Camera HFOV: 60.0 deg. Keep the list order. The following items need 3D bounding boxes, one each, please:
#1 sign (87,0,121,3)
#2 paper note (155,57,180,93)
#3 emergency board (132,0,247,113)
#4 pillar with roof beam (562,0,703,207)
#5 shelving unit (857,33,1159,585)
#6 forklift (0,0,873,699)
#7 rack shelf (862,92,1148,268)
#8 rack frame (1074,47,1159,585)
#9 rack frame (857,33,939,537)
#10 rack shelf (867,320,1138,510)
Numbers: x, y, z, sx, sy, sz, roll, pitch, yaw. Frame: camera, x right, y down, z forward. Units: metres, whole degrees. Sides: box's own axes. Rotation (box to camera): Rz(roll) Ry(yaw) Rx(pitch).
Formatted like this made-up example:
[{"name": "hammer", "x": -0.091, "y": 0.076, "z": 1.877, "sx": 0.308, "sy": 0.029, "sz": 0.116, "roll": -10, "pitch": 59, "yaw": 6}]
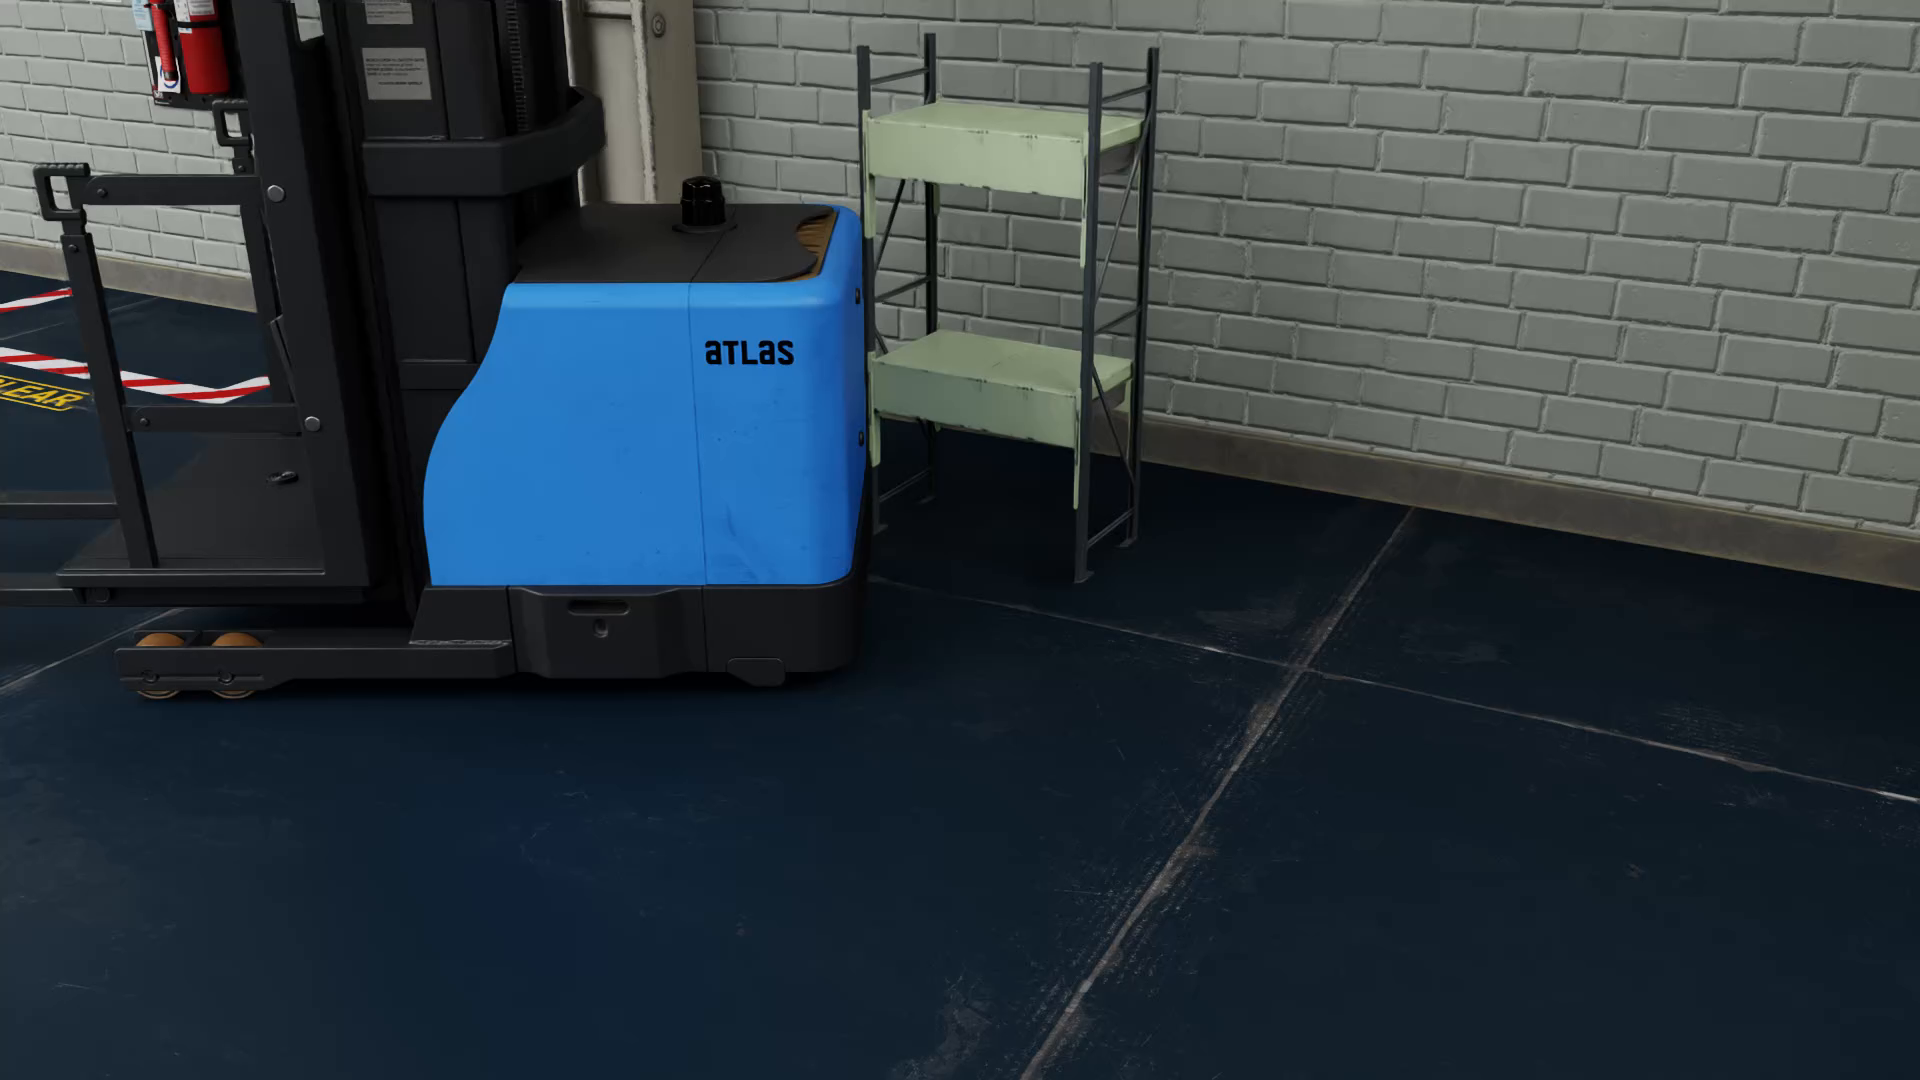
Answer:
[{"name": "sign", "x": -3.862, "y": -2.580, "z": 7.438, "sx": 0.234, "sy": 0.329, "sz": 0.001, "roll": 11, "pitch": 25, "yaw": 25}, {"name": "paper note", "x": -3.542, "y": -2.080, "z": 7.433, "sx": 0.142, "sy": 0.148, "sz": 0.016, "roll": 11, "pitch": 25, "yaw": 25}, {"name": "emergency board", "x": -3.415, "y": -2.430, "z": 7.130, "sx": 0.643, "sy": 1.169, "sz": 0.194, "roll": 11, "pitch": 25, "yaw": 25}, {"name": "pillar with roof beam", "x": -3.170, "y": -3.237, "z": 1.363, "sx": 0.400, "sy": 9.000, "sz": 9.100, "roll": 11, "pitch": 25, "yaw": 25}, {"name": "shelving unit", "x": 0.134, "y": -0.699, "z": 4.976, "sx": 0.755, "sy": 1.500, "sz": 0.431, "roll": 13, "pitch": 26, "yaw": 28}, {"name": "forklift", "x": -1.784, "y": -1.147, "z": 4.201, "sx": 3.031, "sy": 2.935, "sz": 1.130, "roll": 0, "pitch": 23, "yaw": 0}, {"name": "rack shelf", "x": 0.134, "y": -1.058, "z": 4.823, "sx": 0.720, "sy": 0.370, "sz": 0.431, "roll": 13, "pitch": 26, "yaw": 28}, {"name": "rack frame", "x": 0.450, "y": -0.626, "z": 4.807, "sx": 0.023, "sy": 1.500, "sz": 0.400, "roll": 13, "pitch": 26, "yaw": 28}, {"name": "rack frame", "x": -0.183, "y": -0.771, "z": 5.146, "sx": 0.023, "sy": 1.500, "sz": 0.400, "roll": 13, "pitch": 26, "yaw": 28}, {"name": "rack shelf", "x": 0.134, "y": -0.399, "z": 5.104, "sx": 0.720, "sy": 0.370, "sz": 0.431, "roll": 13, "pitch": 26, "yaw": 28}]
